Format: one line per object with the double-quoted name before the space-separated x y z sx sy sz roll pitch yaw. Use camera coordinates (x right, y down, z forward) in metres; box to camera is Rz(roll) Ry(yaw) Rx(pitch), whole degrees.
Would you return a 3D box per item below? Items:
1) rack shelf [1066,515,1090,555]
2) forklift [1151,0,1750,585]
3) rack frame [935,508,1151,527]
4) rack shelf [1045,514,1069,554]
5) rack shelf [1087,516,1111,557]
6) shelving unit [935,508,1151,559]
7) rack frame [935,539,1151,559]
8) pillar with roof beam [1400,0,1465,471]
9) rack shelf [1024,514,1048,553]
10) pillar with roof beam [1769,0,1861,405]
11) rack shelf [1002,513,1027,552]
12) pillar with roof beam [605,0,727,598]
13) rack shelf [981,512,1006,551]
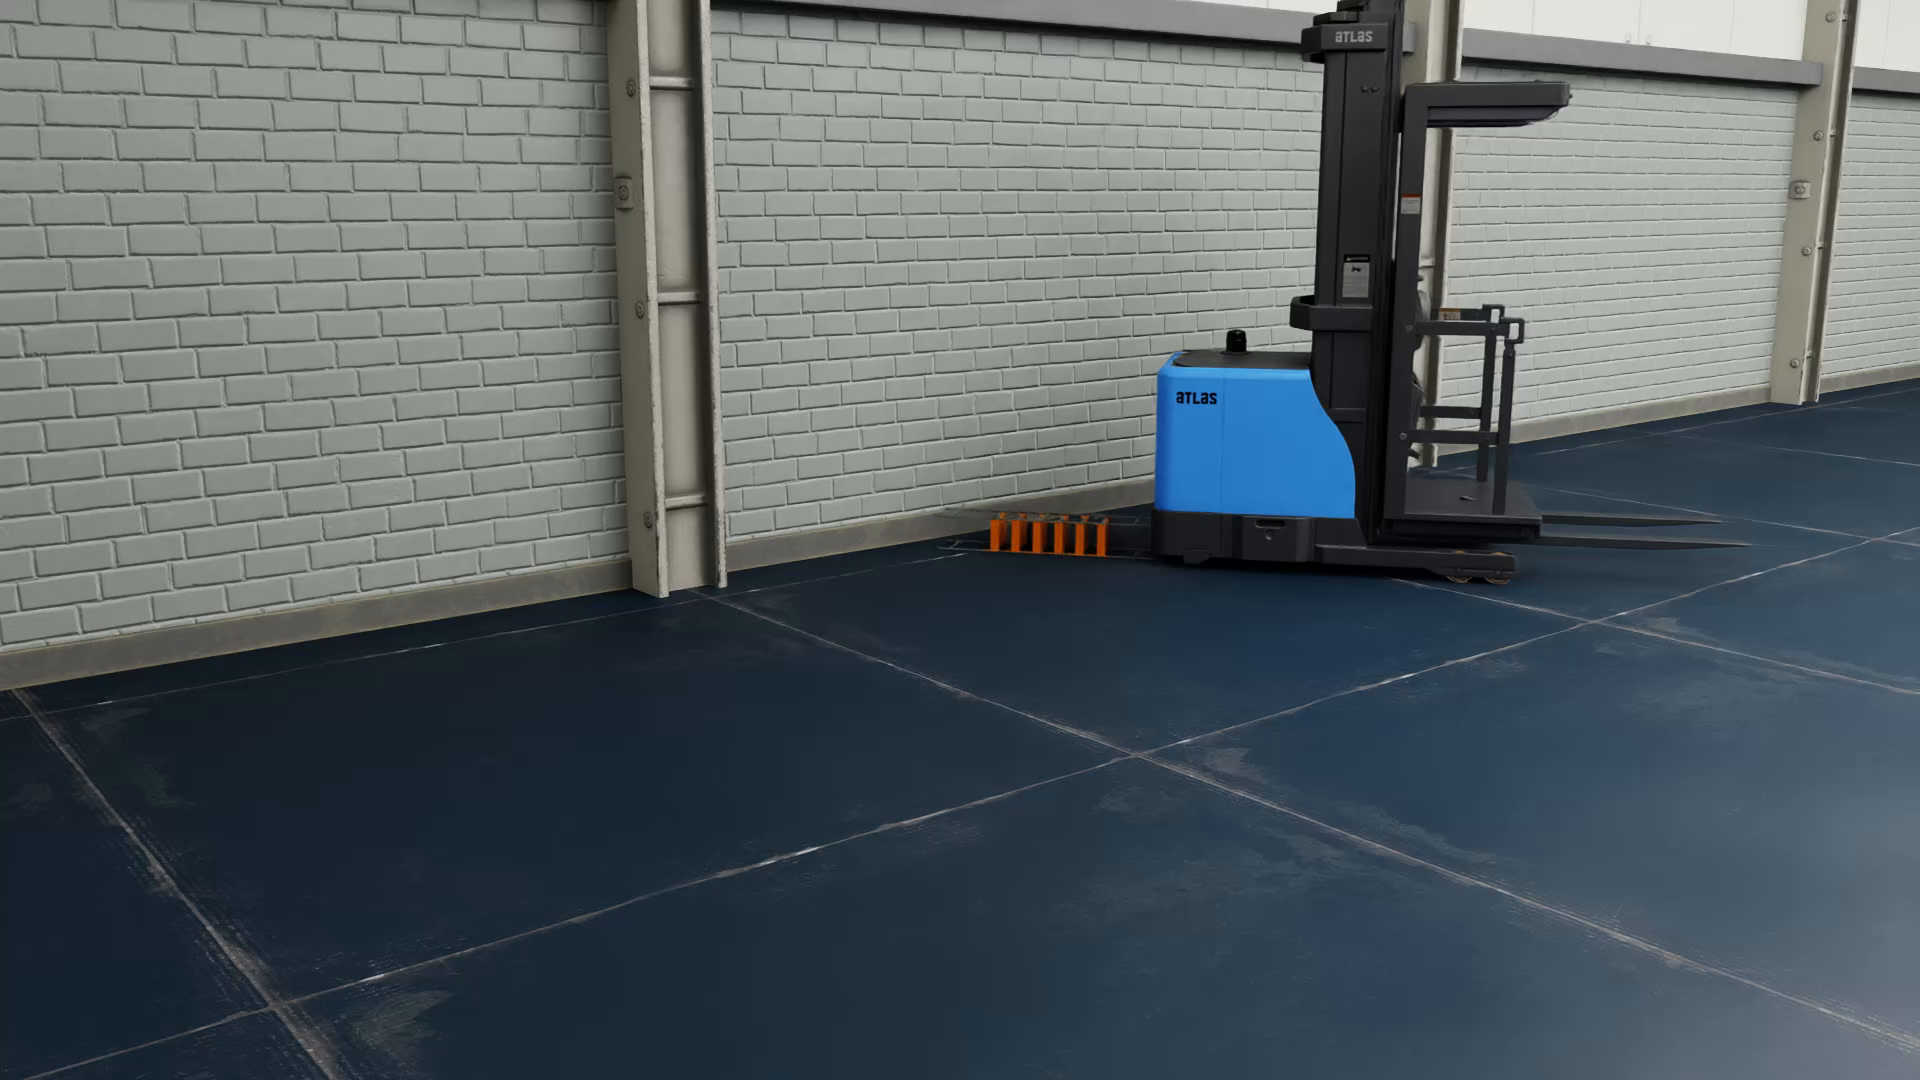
"rack shelf" 0.664 -0.030 9.297 0.103 0.180 0.258 3 12 12
"forklift" 2.603 -1.325 8.812 3.031 2.935 1.130 3 12 12
"rack frame" 0.473 -0.128 9.319 1.200 0.006 0.240 3 12 12
"rack shelf" 0.547 -0.035 9.322 0.103 0.180 0.258 3 12 12
"rack shelf" 0.781 -0.024 9.272 0.103 0.180 0.258 3 12 12
"shelving unit" 0.473 -0.039 9.338 1.200 0.189 0.258 3 12 12
"rack frame" 0.473 0.051 9.357 1.200 0.006 0.240 3 12 12
"pillar with roof beam" 5.936 -4.245 7.955 0.400 9.000 9.100 -9 15 -38
"rack shelf" 0.430 -0.041 9.347 0.103 0.180 0.258 3 12 12
"pillar with roof beam" 10.621 -5.024 11.622 0.400 9.000 9.100 -9 15 -38
"rack shelf" 0.312 -0.047 9.372 0.103 0.180 0.258 3 12 12
"pillar with roof beam" 1.251 -3.466 4.289 0.400 9.000 9.100 -9 15 -38
"rack shelf" 0.195 -0.052 9.397 0.103 0.180 0.258 3 12 12
